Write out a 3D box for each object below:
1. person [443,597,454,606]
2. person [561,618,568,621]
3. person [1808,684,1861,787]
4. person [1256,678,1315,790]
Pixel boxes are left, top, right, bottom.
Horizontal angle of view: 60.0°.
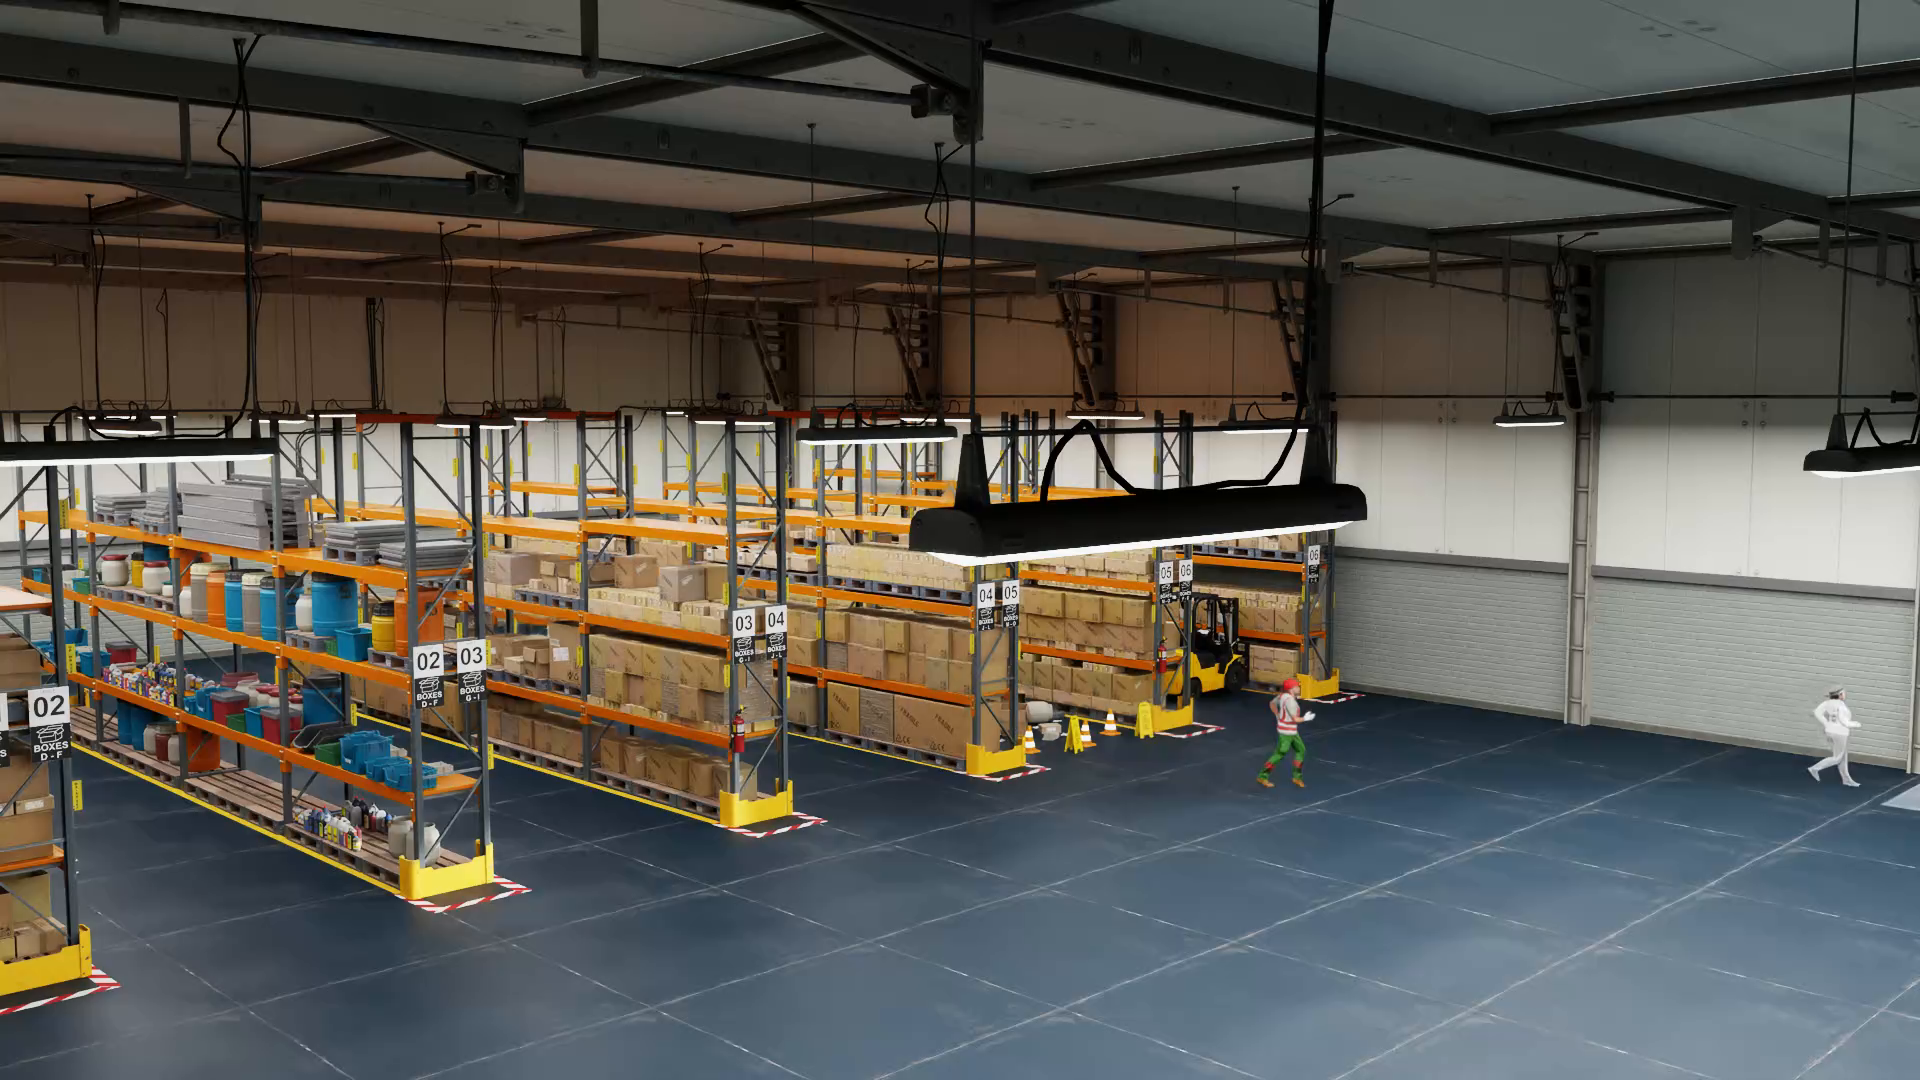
[{"bbox_3d":[-12.152,2.086,39.077,0.784,1.724,0.669,0,5,-6],"label":"person"},{"bbox_3d":[-8.330,2.528,34.857,1.032,1.580,0.735,4,6,39],"label":"person"},{"bbox_3d":[14.117,3.158,26.821,0.901,1.687,0.616,0,5,-2],"label":"person"},{"bbox_3d":[5.217,3.122,26.696,0.925,1.829,0.675,0,5,4],"label":"person"}]
